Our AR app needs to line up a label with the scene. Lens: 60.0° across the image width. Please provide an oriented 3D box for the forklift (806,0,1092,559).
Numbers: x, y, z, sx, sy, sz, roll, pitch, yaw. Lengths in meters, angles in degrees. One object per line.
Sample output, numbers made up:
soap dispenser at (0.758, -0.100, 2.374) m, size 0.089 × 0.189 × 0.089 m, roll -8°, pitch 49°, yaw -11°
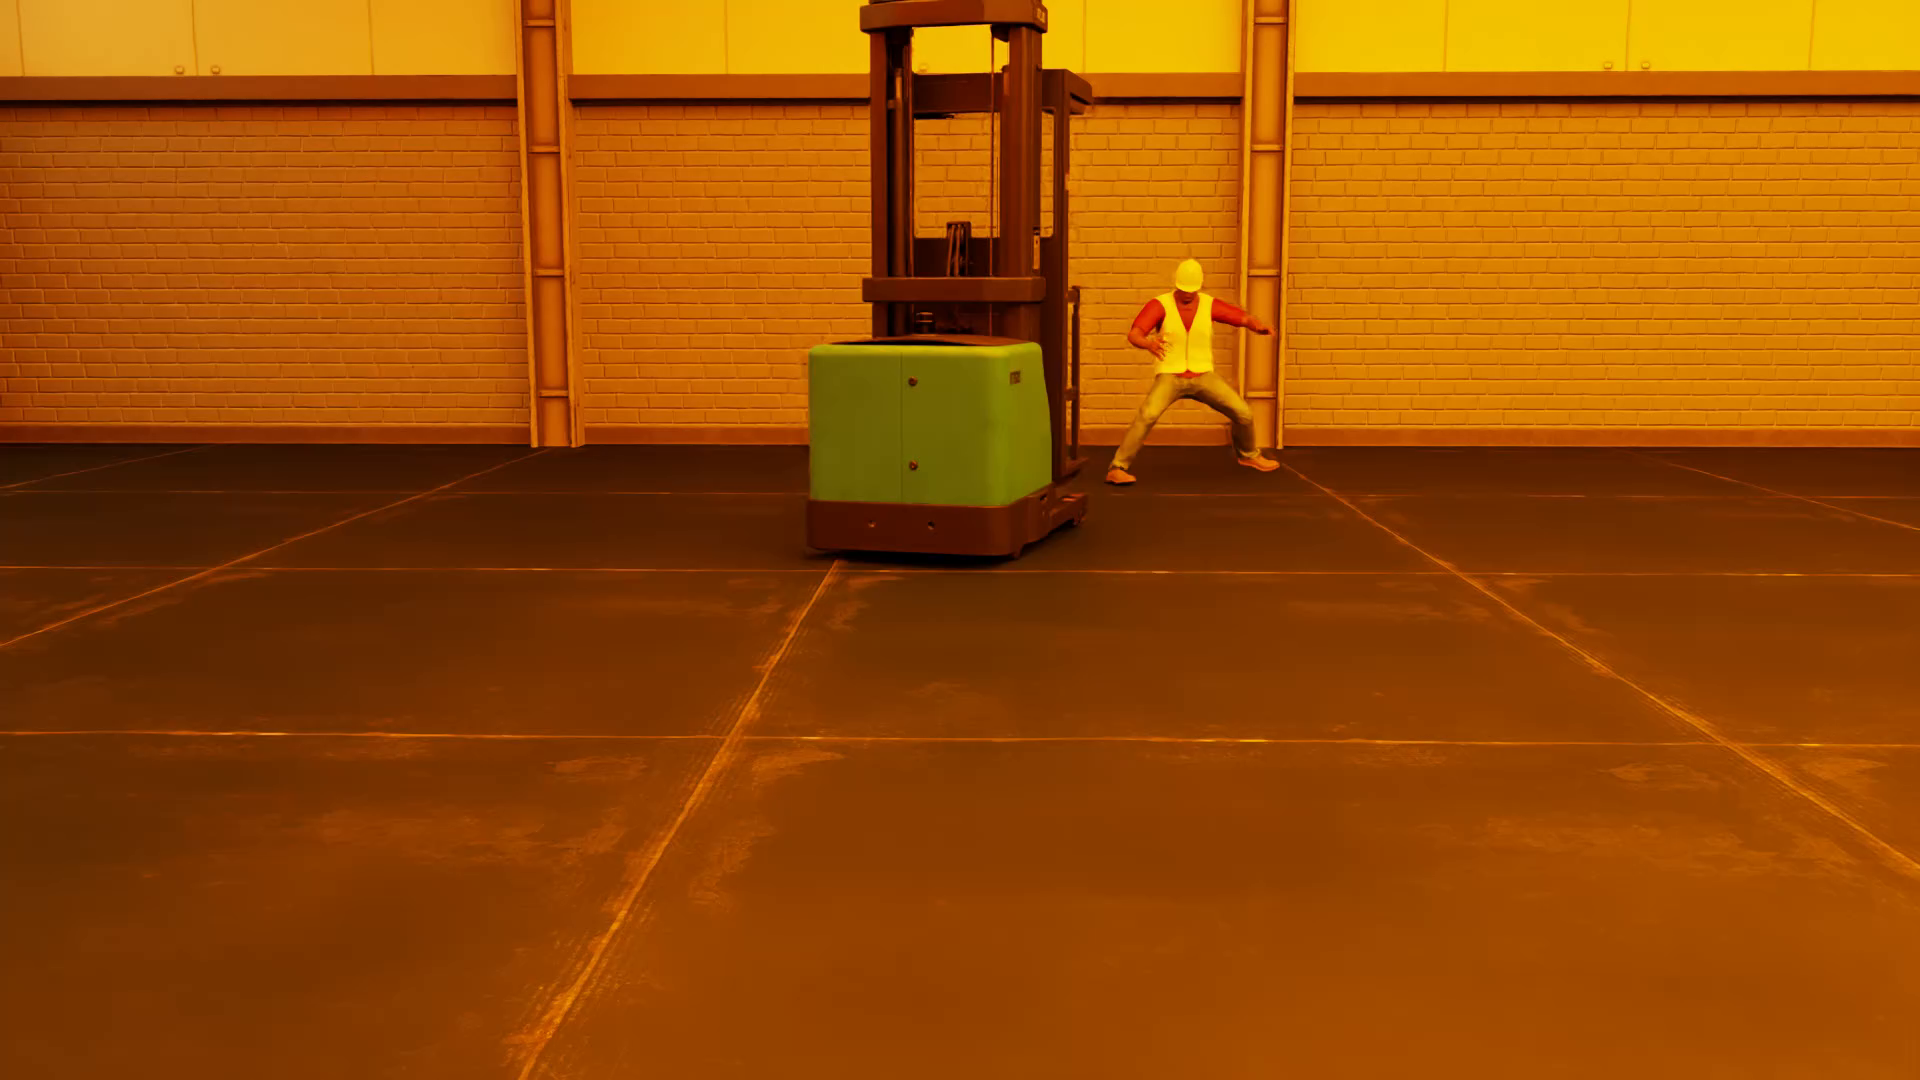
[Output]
forklift at (0.119, -1.538, 9.363) m, size 1.130 × 2.935 × 3.031 m, roll 2°, pitch 9°, yaw 15°

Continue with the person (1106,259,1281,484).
person at (1.672, -1.190, 11.670) m, size 1.312 × 1.547 × 0.724 m, roll 0°, pitch 9°, yaw -2°
